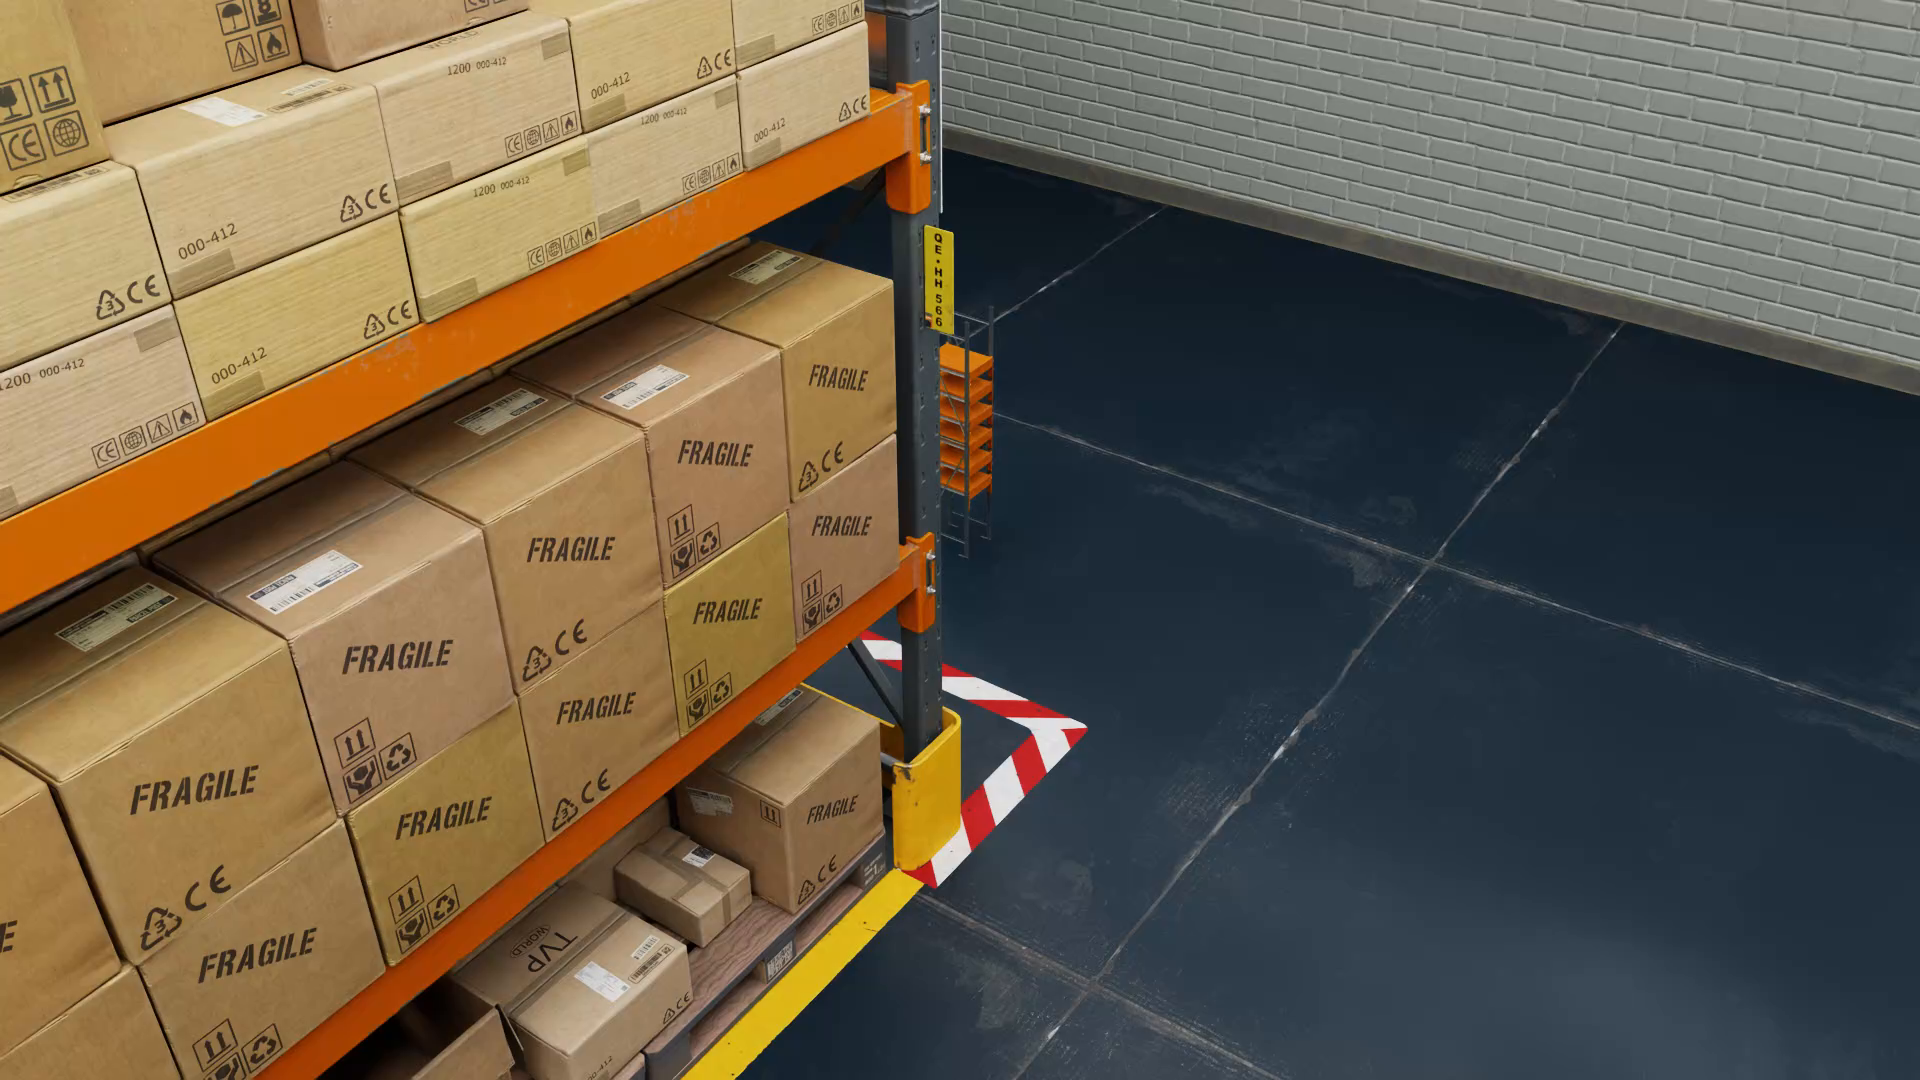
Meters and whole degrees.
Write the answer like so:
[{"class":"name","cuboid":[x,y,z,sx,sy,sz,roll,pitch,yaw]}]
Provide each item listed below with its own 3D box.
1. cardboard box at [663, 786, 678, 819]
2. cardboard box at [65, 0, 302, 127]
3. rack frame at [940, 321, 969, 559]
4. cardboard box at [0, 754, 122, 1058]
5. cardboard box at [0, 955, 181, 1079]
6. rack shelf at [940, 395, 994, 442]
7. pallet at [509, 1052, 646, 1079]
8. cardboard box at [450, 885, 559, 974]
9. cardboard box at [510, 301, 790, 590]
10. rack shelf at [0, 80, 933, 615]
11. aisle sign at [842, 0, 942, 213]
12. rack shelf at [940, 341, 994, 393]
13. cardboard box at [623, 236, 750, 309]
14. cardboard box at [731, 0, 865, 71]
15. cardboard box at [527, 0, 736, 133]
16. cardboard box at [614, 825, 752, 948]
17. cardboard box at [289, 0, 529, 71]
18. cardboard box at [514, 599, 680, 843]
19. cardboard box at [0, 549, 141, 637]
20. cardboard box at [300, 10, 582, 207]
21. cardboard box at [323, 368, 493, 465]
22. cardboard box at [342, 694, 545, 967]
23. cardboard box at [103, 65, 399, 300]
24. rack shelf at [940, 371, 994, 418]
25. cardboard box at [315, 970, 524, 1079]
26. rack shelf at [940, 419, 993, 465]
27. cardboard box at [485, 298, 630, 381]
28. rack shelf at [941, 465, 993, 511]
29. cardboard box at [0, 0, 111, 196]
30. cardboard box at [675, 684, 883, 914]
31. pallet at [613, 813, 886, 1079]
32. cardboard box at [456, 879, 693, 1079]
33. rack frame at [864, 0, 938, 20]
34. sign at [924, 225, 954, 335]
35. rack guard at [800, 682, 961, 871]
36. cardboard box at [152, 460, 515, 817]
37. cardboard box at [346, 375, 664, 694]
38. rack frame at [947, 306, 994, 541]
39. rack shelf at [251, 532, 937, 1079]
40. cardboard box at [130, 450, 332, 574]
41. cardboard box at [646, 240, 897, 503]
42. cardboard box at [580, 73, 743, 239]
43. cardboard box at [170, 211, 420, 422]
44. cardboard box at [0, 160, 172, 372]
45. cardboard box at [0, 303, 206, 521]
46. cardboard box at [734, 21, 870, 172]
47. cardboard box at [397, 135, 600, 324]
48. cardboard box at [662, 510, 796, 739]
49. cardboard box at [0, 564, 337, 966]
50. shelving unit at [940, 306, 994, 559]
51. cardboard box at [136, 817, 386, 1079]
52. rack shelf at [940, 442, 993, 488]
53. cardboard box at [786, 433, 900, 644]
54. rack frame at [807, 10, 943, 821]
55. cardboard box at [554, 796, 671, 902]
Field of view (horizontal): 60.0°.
[{"class":"cardboard box","cuboid":[-1.169,0.852,5.948,0.380,0.166,0.250,21,39,28]},{"class":"cardboard box","cuboid":[-1.699,-1.126,3.078,0.700,0.500,0.500,21,39,28]},{"class":"rack frame","cuboid":[-0.060,-0.448,7.342,0.240,1.200,0.006,21,39,28]},{"class":"cardboard box","cuboid":[-1.993,0.684,3.079,0.500,0.500,0.500,20,39,27]},{"class":"cardboard box","cuboid":[-1.983,1.078,3.389,0.500,0.500,0.500,22,40,29]},{"class":"rack shelf","cuboid":[-0.008,-0.553,7.362,0.258,0.103,0.180,21,39,28]},{"class":"pallet","cuboid":[-1.699,1.780,4.930,1.003,0.211,1.213,21,39,28]},{"class":"cardboard box","cuboid":[-1.619,1.240,5.301,0.500,0.250,0.500,21,39,28]},{"class":"cardboard box","cuboid":[-0.821,-0.267,4.486,0.500,0.500,0.500,22,40,29]},{"class":"rack shelf","cuboid":[-1.646,-0.361,3.571,1.077,0.370,4.000,21,39,28]},{"class":"aisle sign","cuboid":[-0.215,-1.347,4.744,0.394,0.787,0.004,21,39,28]},{"class":"rack shelf","cuboid":[-0.008,-0.752,7.227,0.258,0.103,0.180,21,39,28]},{"class":"cardboard box","cuboid":[-0.975,-0.673,5.085,0.500,0.500,0.500,23,40,30]},{"class":"cardboard box","cuboid":[-0.589,-1.407,4.162,0.500,0.250,0.500,21,39,28]},{"class":"cardboard box","cuboid":[-0.874,-1.176,3.822,0.500,0.250,0.500,21,39,28]},{"class":"cardboard box","cuboid":[-0.918,1.141,5.522,0.380,0.166,0.250,21,39,28]},{"class":"cardboard box","cuboid":[-1.337,-1.326,3.374,0.700,0.500,0.500,21,39,28]},{"class":"cardboard box","cuboid":[-1.119,0.382,4.418,0.500,0.500,0.500,22,40,29]},{"class":"cardboard box","cuboid":[-2.133,0.264,3.700,0.500,0.500,0.500,22,40,29]},{"class":"cardboard box","cuboid":[-1.162,-0.948,3.483,0.500,0.250,0.500,21,39,28]},{"class":"cardboard box","cuboid":[-1.556,-0.201,4.388,0.500,0.500,0.500,22,40,29]},{"class":"cardboard box","cuboid":[-1.407,0.614,4.075,0.500,0.500,0.500,21,39,28]},{"class":"cardboard box","cuboid":[-1.442,-0.715,3.140,0.500,0.250,0.500,21,39,28]},{"class":"rack shelf","cuboid":[-0.008,-0.652,7.294,0.258,0.103,0.180,21,39,28]},{"class":"cardboard box","cuboid":[-1.719,1.489,4.706,0.797,0.503,0.637,21,39,28]},{"class":"rack shelf","cuboid":[-0.008,-0.454,7.429,0.258,0.103,0.180,21,39,28]},{"class":"cardboard box","cuboid":[-1.267,-0.430,4.726,0.500,0.500,0.500,22,40,29]},{"class":"rack shelf","cuboid":[-0.008,-0.255,7.563,0.258,0.103,0.180,21,39,28]},{"class":"cardboard box","cuboid":[-1.859,-0.847,2.666,0.700,0.500,0.500,21,39,28]},{"class":"cardboard box","cuboid":[-0.613,0.845,5.661,0.500,0.500,0.500,21,39,28]},{"class":"pallet","cuboid":[-1.003,1.220,5.757,1.003,0.211,1.213,21,39,28]},{"class":"cardboard box","cuboid":[-1.180,1.376,5.099,0.500,0.250,0.500,21,39,28]},{"class":"rack frame","cuboid":[-0.506,-2.822,3.890,1.000,3.000,0.127,21,39,28]},{"class":"sign","cuboid":[-0.061,-0.761,4.882,0.100,0.325,0.005,21,39,28]},{"class":"rack guard","cuboid":[-0.549,0.733,6.219,1.175,0.500,0.348,21,39,28]},{"class":"cardboard box","cuboid":[-1.406,0.209,3.781,0.500,0.500,0.500,23,40,30]},{"class":"cardboard box","cuboid":[-1.113,-0.027,4.130,0.500,0.500,0.500,22,40,29]},{"class":"rack frame","cuboid":[0.044,-0.532,7.466,0.240,1.200,0.006,21,39,28]},{"class":"rack shelf","cuboid":[-1.646,0.881,4.411,1.077,0.370,4.000,21,39,28]},{"class":"cardboard box","cuboid":[-1.845,0.033,4.041,0.500,0.500,0.500,21,39,28]},{"class":"cardboard box","cuboid":[-0.534,-0.500,4.830,0.500,0.500,0.500,21,39,28]},{"class":"cardboard box","cuboid":[-0.876,-0.970,3.963,0.500,0.250,0.500,21,39,28]},{"class":"cardboard box","cuboid":[-1.449,-0.511,3.284,0.500,0.250,0.500,21,39,28]},{"class":"cardboard box","cuboid":[-1.727,-0.485,2.800,0.500,0.250,0.500,21,39,28]},{"class":"cardboard box","cuboid":[-1.731,-0.280,2.942,0.500,0.250,0.500,21,39,28]},{"class":"cardboard box","cuboid":[-0.582,-1.197,4.298,0.500,0.250,0.500,21,39,28]},{"class":"cardboard box","cuboid":[-1.150,-0.736,3.617,0.500,0.250,0.500,21,39,28]},{"class":"cardboard box","cuboid":[-0.830,0.155,4.755,0.500,0.500,0.500,22,40,29]},{"class":"cardboard box","cuboid":[-1.699,0.447,3.429,0.500,0.500,0.500,20,39,27]},{"class":"shelving unit","cuboid":[-0.008,-0.490,7.404,0.258,1.200,0.189,21,39,28]},{"class":"cardboard box","cuboid":[-1.695,0.849,3.728,0.500,0.500,0.500,21,39,28]},{"class":"rack shelf","cuboid":[-0.008,-0.354,7.496,0.258,0.103,0.180,21,39,28]},{"class":"cardboard box","cuboid":[-0.537,-0.085,5.109,0.500,0.500,0.500,23,40,30]},{"class":"rack frame","cuboid":[-0.506,-0.337,5.571,1.000,3.000,0.127,21,39,28]},{"class":"cardboard box","cuboid":[-1.334,1.010,5.641,0.500,0.250,0.500,21,39,28]}]
